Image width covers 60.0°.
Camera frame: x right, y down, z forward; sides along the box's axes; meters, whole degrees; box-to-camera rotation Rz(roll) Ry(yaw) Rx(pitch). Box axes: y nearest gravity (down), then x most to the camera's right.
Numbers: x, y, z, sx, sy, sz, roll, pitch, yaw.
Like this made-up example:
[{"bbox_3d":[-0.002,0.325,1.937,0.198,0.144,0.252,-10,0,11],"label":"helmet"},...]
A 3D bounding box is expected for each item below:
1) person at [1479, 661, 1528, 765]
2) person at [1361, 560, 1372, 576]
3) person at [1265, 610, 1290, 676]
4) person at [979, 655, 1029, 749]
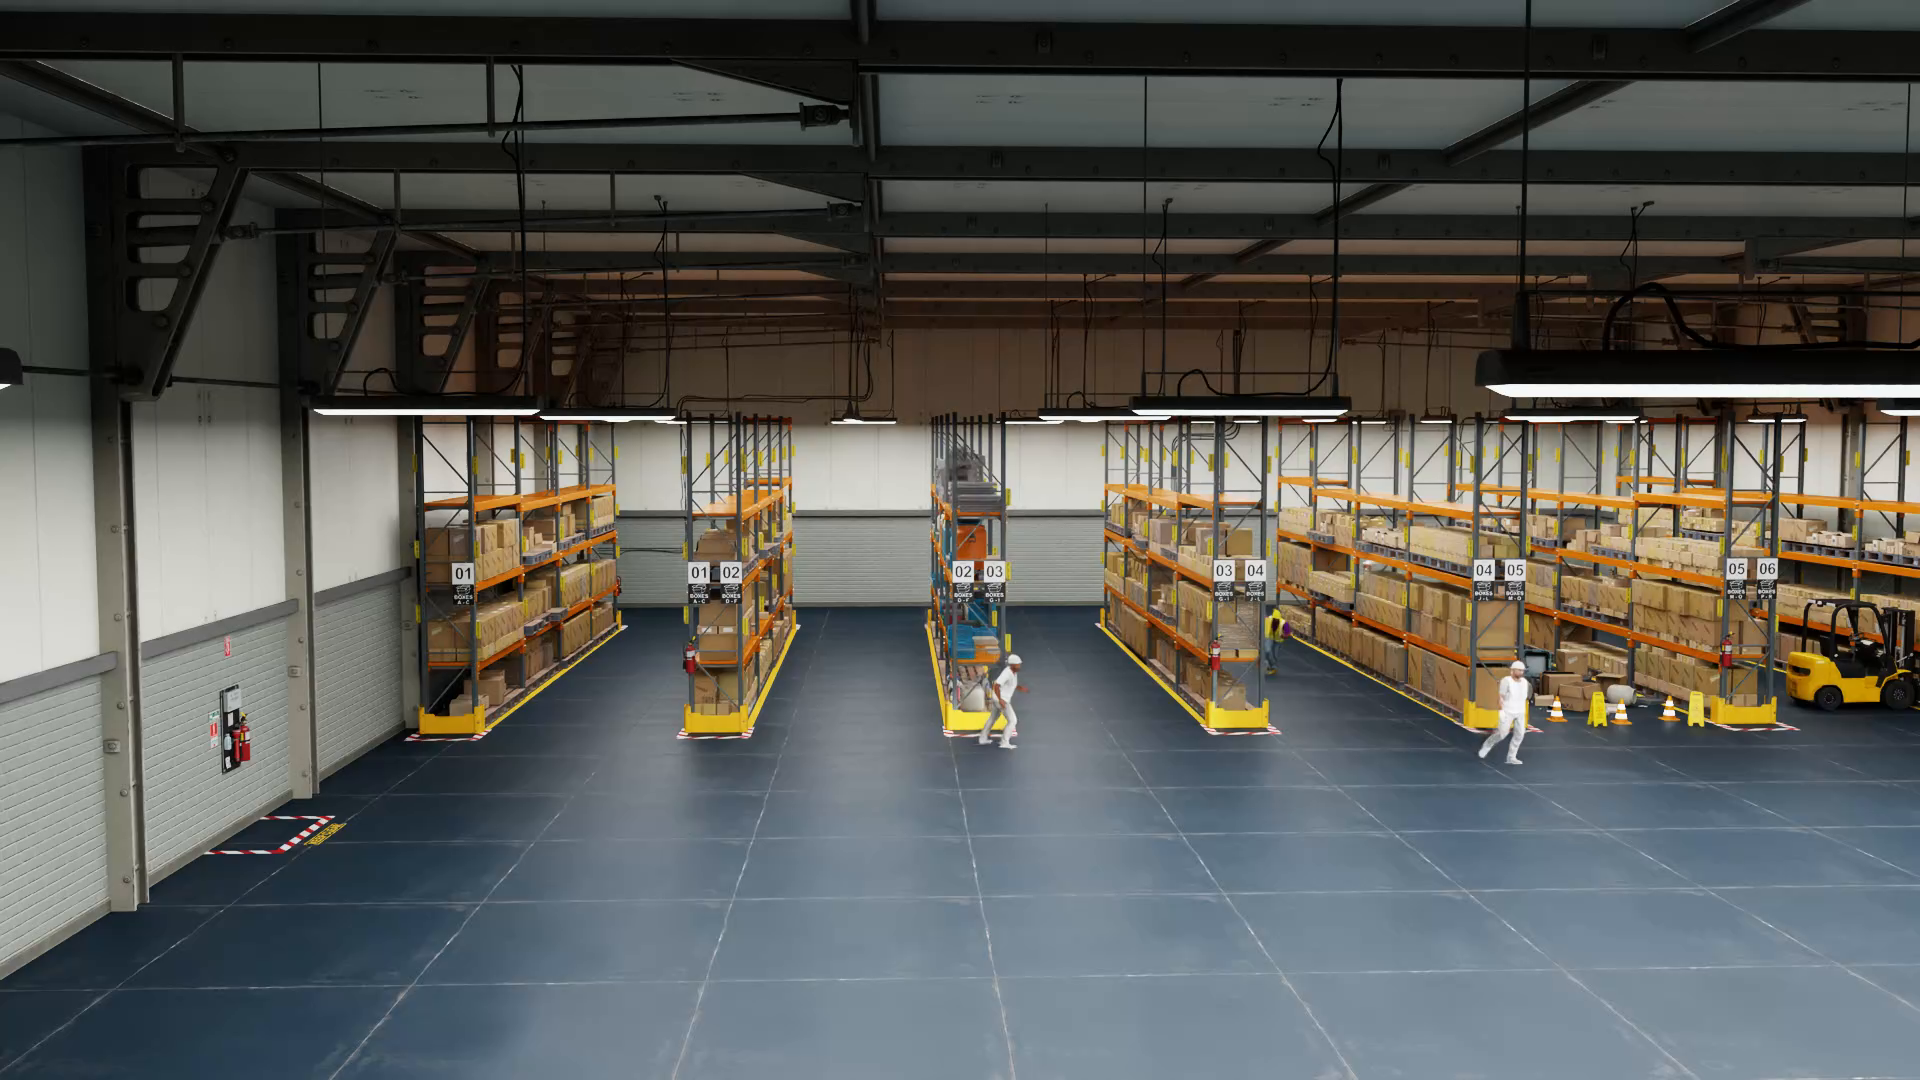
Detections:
[{"bbox_3d":[9.241,2.916,28.200,0.733,1.750,0.614,-1,4,-21],"label":"person"},{"bbox_3d":[12.005,1.488,49.068,0.845,1.816,0.643,-1,4,-10],"label":"person"},{"bbox_3d":[7.300,2.353,38.562,0.695,1.545,1.163,1,4,10],"label":"person"},{"bbox_3d":[0.790,2.877,29.660,0.903,1.690,0.701,0,4,-2],"label":"person"}]
